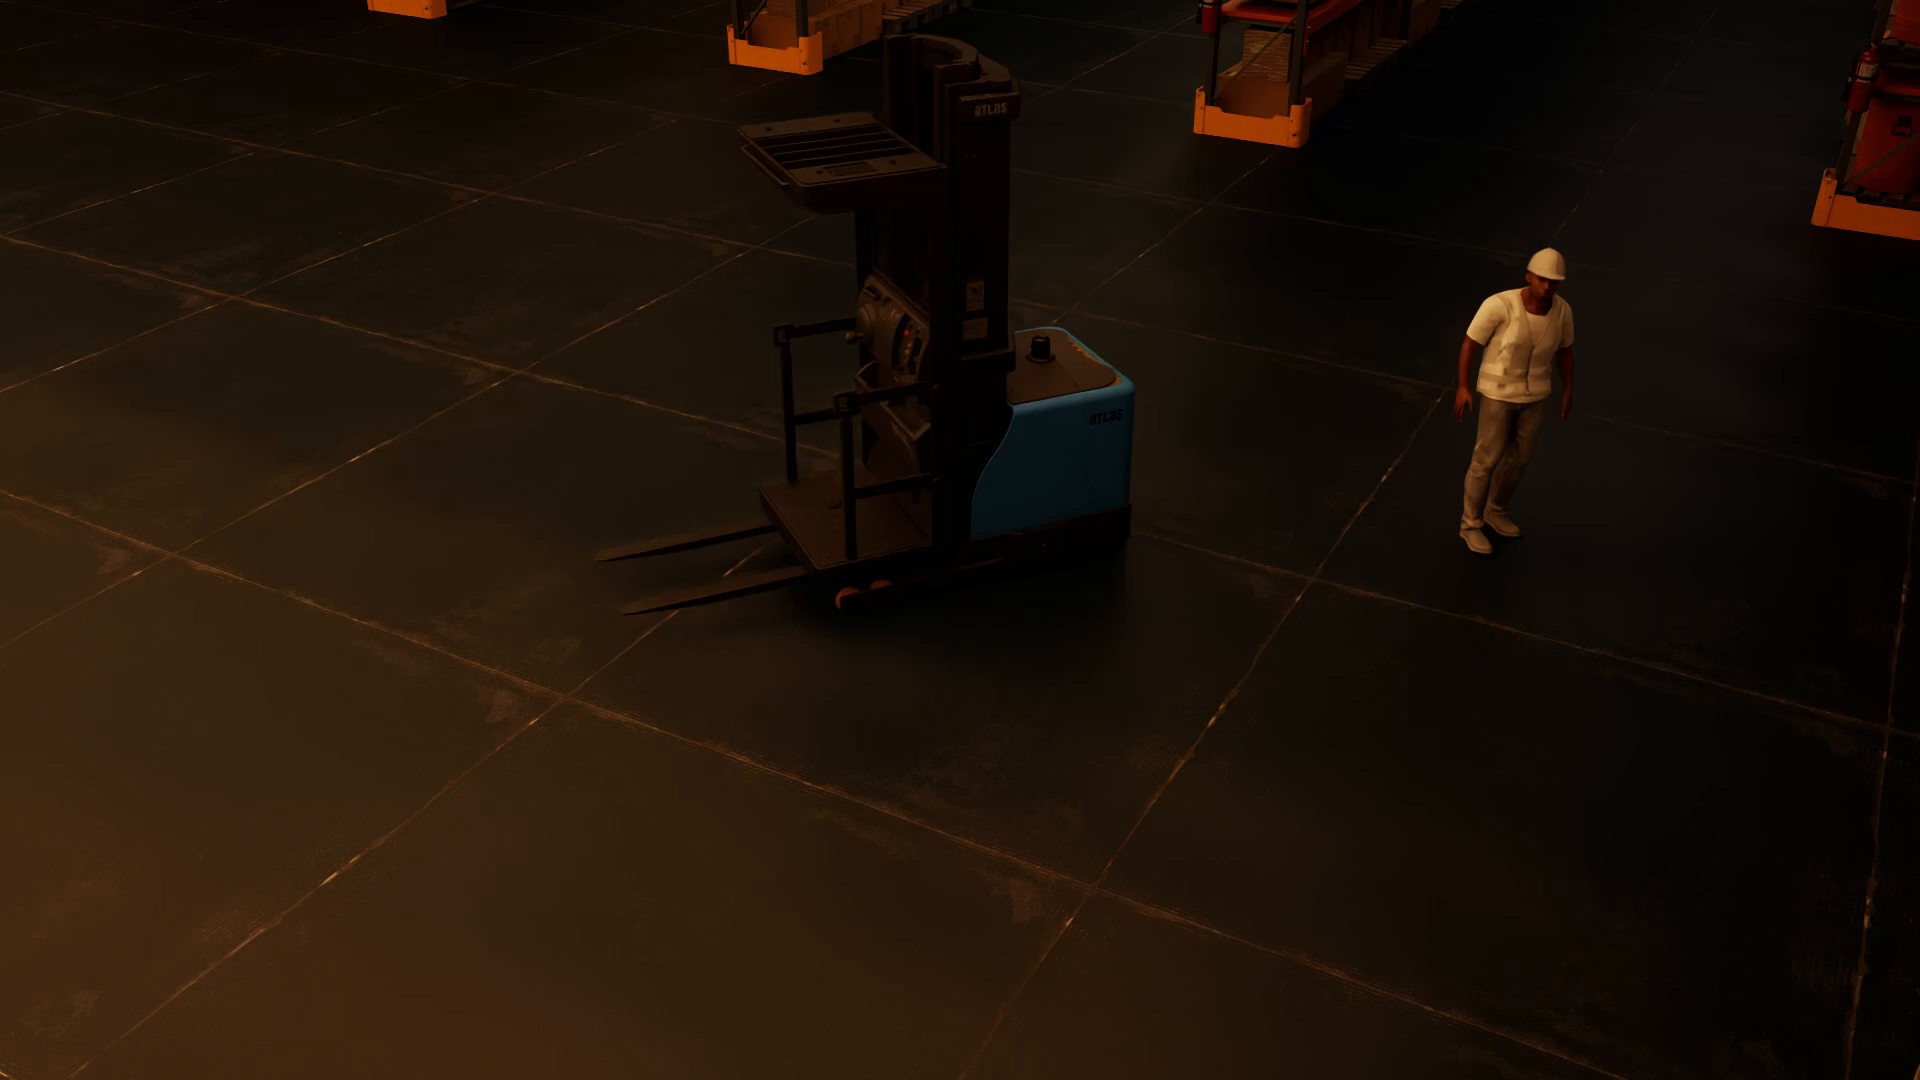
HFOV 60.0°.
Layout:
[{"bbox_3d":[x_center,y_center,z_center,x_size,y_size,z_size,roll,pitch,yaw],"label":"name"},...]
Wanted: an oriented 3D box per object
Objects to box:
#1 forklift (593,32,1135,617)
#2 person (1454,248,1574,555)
[{"bbox_3d":[-0.556,-1.141,9.048,3.031,2.935,1.130,-13,32,-21],"label":"forklift"},{"bbox_3d":[3.245,-0.808,9.639,0.733,1.766,0.557,-6,31,-11],"label":"person"}]
